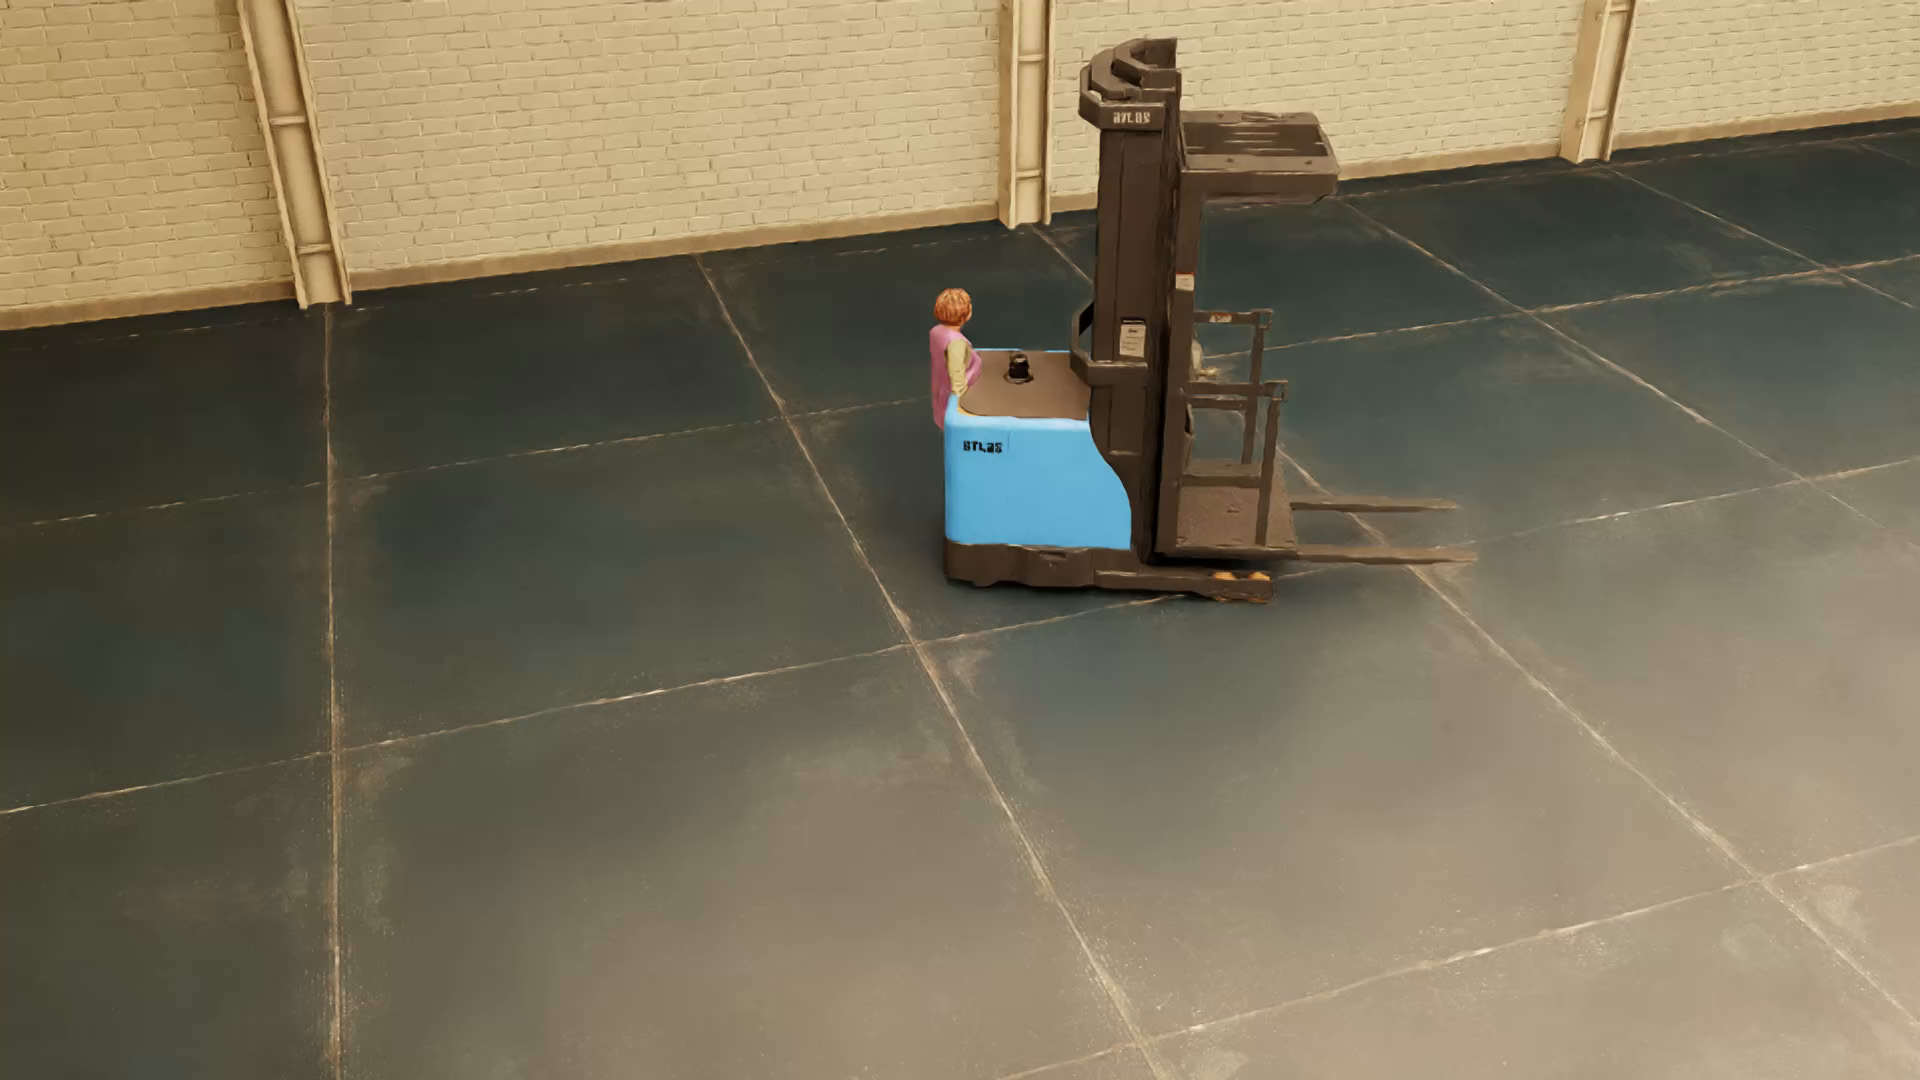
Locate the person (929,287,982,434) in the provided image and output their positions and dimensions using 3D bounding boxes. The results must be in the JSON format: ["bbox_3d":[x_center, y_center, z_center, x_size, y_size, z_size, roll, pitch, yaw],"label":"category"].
[{"bbox_3d":[0.093,-0.707,9.638,0.507,1.598,0.521,-10,31,-16],"label":"person"}]

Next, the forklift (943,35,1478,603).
[{"bbox_3d":[1.443,-1.191,9.157,3.031,2.935,1.130,2,30,4],"label":"forklift"}]
